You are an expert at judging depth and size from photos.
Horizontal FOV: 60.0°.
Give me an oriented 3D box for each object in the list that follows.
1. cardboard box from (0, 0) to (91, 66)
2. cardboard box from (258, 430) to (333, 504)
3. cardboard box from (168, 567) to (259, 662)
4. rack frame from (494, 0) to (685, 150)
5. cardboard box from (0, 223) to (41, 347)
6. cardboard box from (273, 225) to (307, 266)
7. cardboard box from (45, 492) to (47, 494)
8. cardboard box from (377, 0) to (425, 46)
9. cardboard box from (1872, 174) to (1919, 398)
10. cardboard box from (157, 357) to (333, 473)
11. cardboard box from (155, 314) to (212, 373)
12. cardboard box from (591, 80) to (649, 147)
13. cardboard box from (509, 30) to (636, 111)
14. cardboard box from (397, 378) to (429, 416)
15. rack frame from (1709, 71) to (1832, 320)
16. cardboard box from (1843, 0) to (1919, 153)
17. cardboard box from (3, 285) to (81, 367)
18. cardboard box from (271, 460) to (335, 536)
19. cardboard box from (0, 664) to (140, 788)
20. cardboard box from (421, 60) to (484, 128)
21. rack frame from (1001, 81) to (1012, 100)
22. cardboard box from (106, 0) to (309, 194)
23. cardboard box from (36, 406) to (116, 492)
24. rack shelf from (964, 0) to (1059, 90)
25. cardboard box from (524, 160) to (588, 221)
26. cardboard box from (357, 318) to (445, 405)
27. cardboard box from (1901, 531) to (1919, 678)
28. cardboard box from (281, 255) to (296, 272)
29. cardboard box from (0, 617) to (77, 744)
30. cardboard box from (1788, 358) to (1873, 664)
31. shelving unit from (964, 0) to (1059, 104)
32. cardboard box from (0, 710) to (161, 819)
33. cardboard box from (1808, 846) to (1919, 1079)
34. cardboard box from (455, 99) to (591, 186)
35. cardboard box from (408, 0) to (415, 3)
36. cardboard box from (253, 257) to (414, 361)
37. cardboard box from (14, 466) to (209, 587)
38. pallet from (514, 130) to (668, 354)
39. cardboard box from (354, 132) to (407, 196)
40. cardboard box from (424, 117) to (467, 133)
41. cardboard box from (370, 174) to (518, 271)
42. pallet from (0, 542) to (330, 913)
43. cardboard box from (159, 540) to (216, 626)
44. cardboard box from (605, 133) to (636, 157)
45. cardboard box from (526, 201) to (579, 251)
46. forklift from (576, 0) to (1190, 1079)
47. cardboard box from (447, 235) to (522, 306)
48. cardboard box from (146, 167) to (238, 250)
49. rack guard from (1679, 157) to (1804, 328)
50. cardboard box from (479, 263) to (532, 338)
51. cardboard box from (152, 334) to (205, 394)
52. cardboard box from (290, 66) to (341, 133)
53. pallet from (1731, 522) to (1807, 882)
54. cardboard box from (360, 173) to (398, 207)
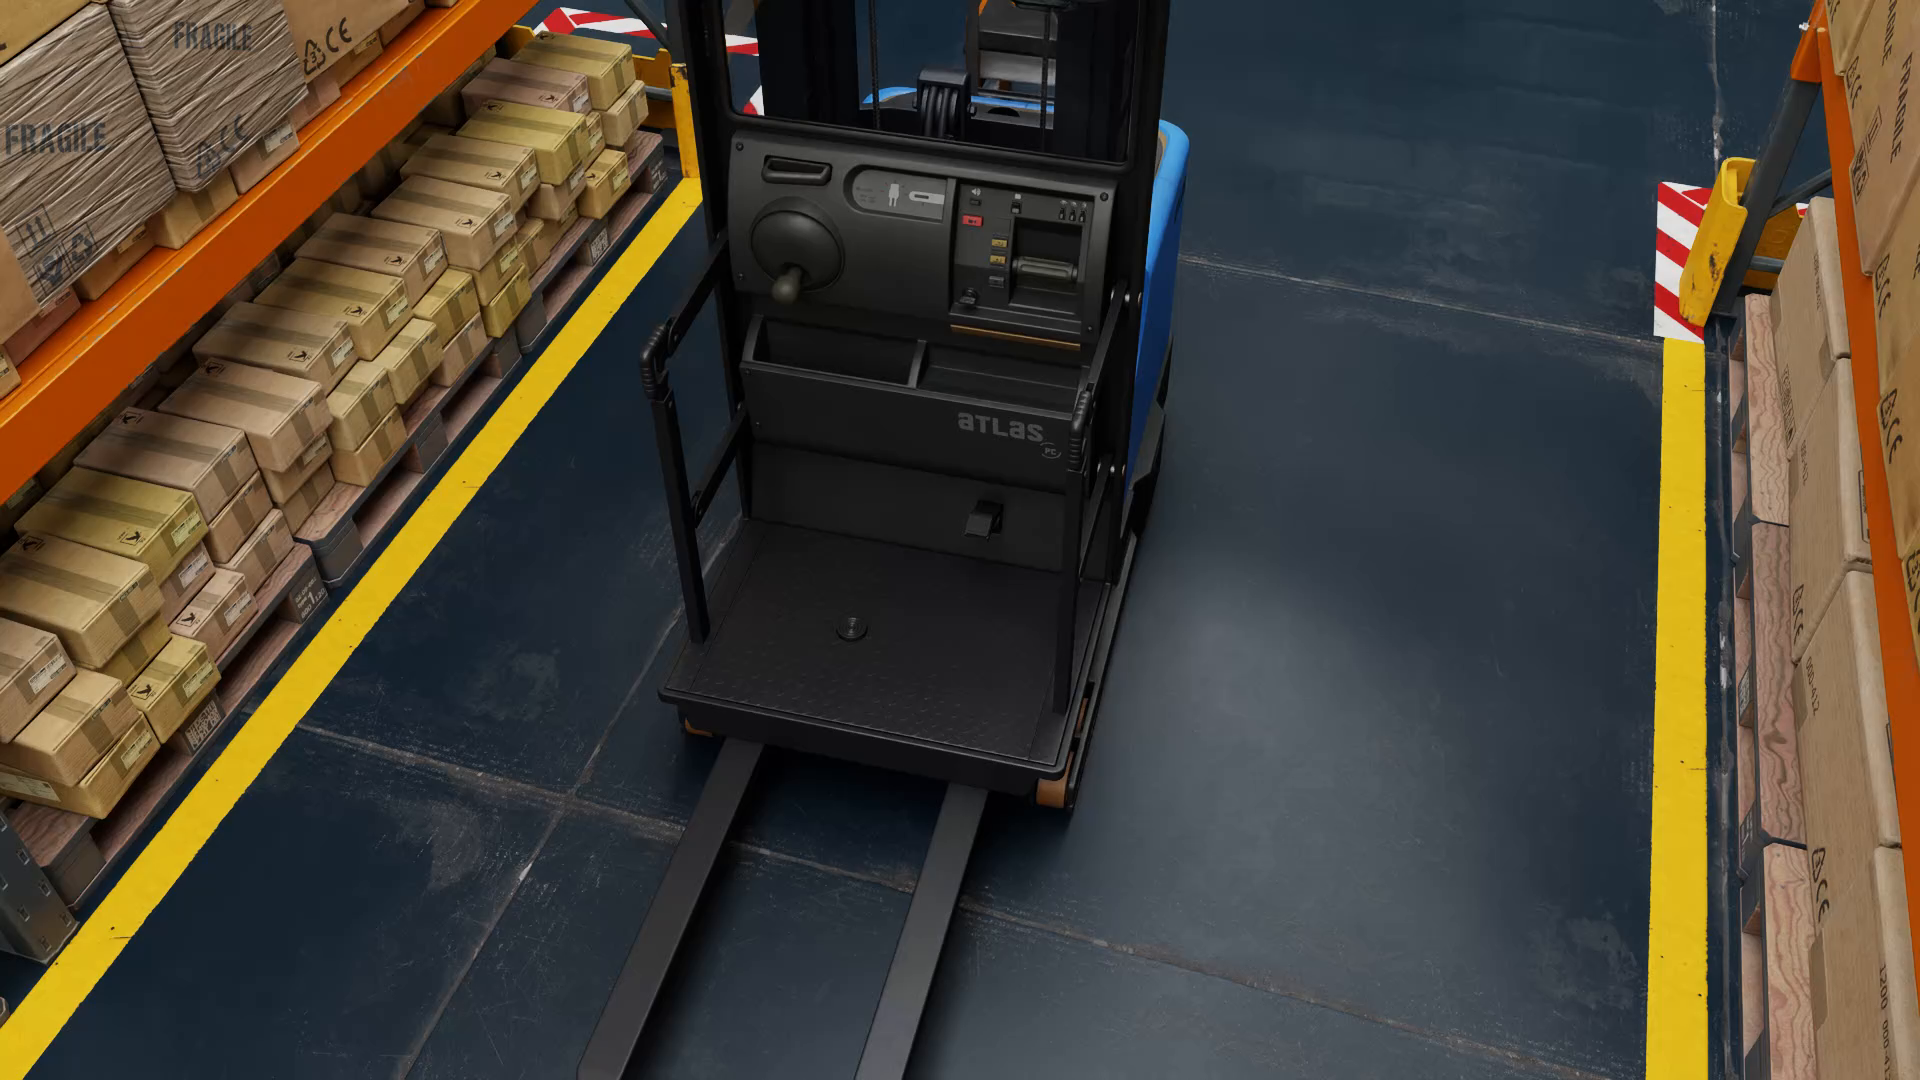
[{"bbox_3d":[-2.226,-1.249,3.383,0.500,0.500,0.500,11,45,11],"label":"cardboard box"},{"bbox_3d":[-2.102,-0.279,4.915,0.380,0.149,0.250,15,46,14],"label":"cardboard box"},{"bbox_3d":[-2.214,0.188,4.651,0.380,0.149,0.250,12,46,12],"label":"cardboard box"},{"bbox_3d":[-1.526,-2.818,5.985,1.000,3.000,0.127,13,46,13],"label":"rack frame"},{"bbox_3d":[-2.347,-0.571,3.404,0.500,0.500,0.500,12,46,12],"label":"cardboard box"},{"bbox_3d":[-2.388,-1.003,5.443,0.380,0.149,0.250,13,46,13],"label":"cardboard box"},{"bbox_3d":[-2.641,-0.178,4.813,0.380,0.149,0.250,13,46,13],"label":"cardboard box"},{"bbox_3d":[-1.829,-1.611,4.931,0.380,0.149,0.250,11,45,11],"label":"cardboard box"},{"bbox_3d":[2.370,-0.598,3.645,0.500,0.500,0.500,14,46,14],"label":"cardboard box"},{"bbox_3d":[-2.054,-0.363,4.789,0.380,0.149,0.250,13,46,13],"label":"cardboard box"},{"bbox_3d":[-2.552,-0.673,5.106,0.380,0.149,0.250,11,45,11],"label":"cardboard box"},{"bbox_3d":[-1.414,-1.643,6.310,0.380,0.149,0.250,11,46,11],"label":"cardboard box"},{"bbox_3d":[-1.445,-1.755,6.212,0.380,0.149,0.250,13,46,13],"label":"cardboard box"},{"bbox_3d":[-1.960,-0.522,5.377,0.380,0.149,0.250,14,46,14],"label":"cardboard box"},{"bbox_3d":[3.222,-1.837,4.983,1.000,3.000,0.127,13,46,13],"label":"rack frame"},{"bbox_3d":[2.677,-1.271,4.332,0.500,0.500,0.500,12,46,12],"label":"cardboard box"},{"bbox_3d":[-2.301,-0.558,3.856,0.380,0.149,0.250,11,45,11],"label":"cardboard box"},{"bbox_3d":[-2.137,-0.178,5.026,0.380,0.149,0.250,11,45,11],"label":"cardboard box"},{"bbox_3d":[-2.322,0.437,4.184,0.380,0.149,0.250,14,46,14],"label":"cardboard box"},{"bbox_3d":[-1.977,-1.675,6.130,0.380,0.149,0.250,13,46,13],"label":"cardboard box"},{"bbox_3d":[0.337,-1.698,5.484,0.400,2.100,0.015,10,45,10],"label":"rack frame"},{"bbox_3d":[-2.017,-1.230,4.078,0.500,0.500,0.500,12,46,12],"label":"cardboard box"},{"bbox_3d":[-2.616,-0.291,4.715,0.380,0.149,0.250,14,46,14],"label":"cardboard box"},{"bbox_3d":[0.278,-1.522,5.324,0.431,0.518,0.480,10,45,10],"label":"rack shelf"},{"bbox_3d":[-1.569,-1.297,5.956,0.380,0.149,0.250,11,45,11],"label":"cardboard box"},{"bbox_3d":[-1.866,-0.592,5.236,0.380,0.149,0.250,13,46,13],"label":"cardboard box"},{"bbox_3d":[2.059,0.086,2.946,0.500,0.500,0.500,11,46,12],"label":"cardboard box"},{"bbox_3d":[-2.269,-0.874,5.524,0.380,0.149,0.250,15,46,15],"label":"cardboard box"},{"bbox_3d":[-2.435,0.319,4.093,0.380,0.149,0.250,14,46,14],"label":"cardboard box"},{"bbox_3d":[2.849,0.001,4.635,0.875,0.438,0.875,14,46,14],"label":"cardboard box"},{"bbox_3d":[0.278,-1.532,5.314,0.431,2.100,0.503,10,45,10],"label":"shelving unit"},{"bbox_3d":[-2.321,0.542,4.289,0.380,0.149,0.250,11,45,11],"label":"cardboard box"},{"bbox_3d":[2.304,1.199,3.412,0.875,0.438,0.875,12,46,12],"label":"cardboard box"},{"bbox_3d":[-1.533,-1.401,5.849,0.380,0.149,0.250,12,46,12],"label":"cardboard box"},{"bbox_3d":[-1.722,-1.924,4.787,0.500,0.500,0.500,13,46,13],"label":"cardboard box"},{"bbox_3d":[-1.938,-0.718,5.151,0.380,0.149,0.250,13,46,13],"label":"cardboard box"},{"bbox_3d":[-2.266,-0.032,4.450,0.380,0.149,0.250,12,46,12],"label":"cardboard box"},{"bbox_3d":[-1.828,-1.237,6.363,1.003,0.211,1.213,13,46,13],"label":"pallet"},{"bbox_3d":[-2.172,-1.352,5.799,0.380,0.149,0.250,10,45,11],"label":"cardboard box"},{"bbox_3d":[-2.066,-1.590,6.256,0.380,0.149,0.250,12,46,12],"label":"cardboard box"},{"bbox_3d":[-1.700,-1.051,5.492,0.380,0.149,0.250,14,46,14],"label":"cardboard box"},{"bbox_3d":[-2.567,0.390,4.701,1.003,0.211,1.213,13,46,13],"label":"pallet"},{"bbox_3d":[-2.292,0.079,4.550,0.380,0.149,0.250,12,46,12],"label":"cardboard box"},{"bbox_3d":[-1.486,-1.554,6.432,0.380,0.149,0.250,13,46,13],"label":"cardboard box"},{"bbox_3d":[-1.630,-1.204,6.073,0.380,0.149,0.250,12,46,12],"label":"cardboard box"},{"bbox_3d":[-0.153,-0.625,3.793,1.130,2.935,3.031,10,45,10],"label":"forklift"},{"bbox_3d":[-1.714,-0.949,5.600,0.380,0.149,0.250,13,46,13],"label":"cardboard box"},{"bbox_3d":[-2.075,-0.893,4.197,0.380,0.149,0.250,13,46,13],"label":"cardboard box"},{"bbox_3d":[3.230,-0.960,5.873,1.175,0.500,0.348,13,46,13],"label":"rack guard"},{"bbox_3d":[-1.710,-0.853,5.715,0.380,0.149,0.250,11,45,11],"label":"cardboard box"},{"bbox_3d":[-2.482,-0.527,5.169,0.380,0.149,0.250,11,45,11],"label":"cardboard box"},{"bbox_3d":[-1.950,-1.258,4.571,0.380,0.149,0.250,14,46,14],"label":"cardboard box"},{"bbox_3d":[2.684,0.520,4.568,1.003,0.211,1.213,13,46,12],"label":"pallet"},{"bbox_3d":[-2.237,-1.260,5.919,0.380,0.149,0.250,14,46,14],"label":"cardboard box"}]
